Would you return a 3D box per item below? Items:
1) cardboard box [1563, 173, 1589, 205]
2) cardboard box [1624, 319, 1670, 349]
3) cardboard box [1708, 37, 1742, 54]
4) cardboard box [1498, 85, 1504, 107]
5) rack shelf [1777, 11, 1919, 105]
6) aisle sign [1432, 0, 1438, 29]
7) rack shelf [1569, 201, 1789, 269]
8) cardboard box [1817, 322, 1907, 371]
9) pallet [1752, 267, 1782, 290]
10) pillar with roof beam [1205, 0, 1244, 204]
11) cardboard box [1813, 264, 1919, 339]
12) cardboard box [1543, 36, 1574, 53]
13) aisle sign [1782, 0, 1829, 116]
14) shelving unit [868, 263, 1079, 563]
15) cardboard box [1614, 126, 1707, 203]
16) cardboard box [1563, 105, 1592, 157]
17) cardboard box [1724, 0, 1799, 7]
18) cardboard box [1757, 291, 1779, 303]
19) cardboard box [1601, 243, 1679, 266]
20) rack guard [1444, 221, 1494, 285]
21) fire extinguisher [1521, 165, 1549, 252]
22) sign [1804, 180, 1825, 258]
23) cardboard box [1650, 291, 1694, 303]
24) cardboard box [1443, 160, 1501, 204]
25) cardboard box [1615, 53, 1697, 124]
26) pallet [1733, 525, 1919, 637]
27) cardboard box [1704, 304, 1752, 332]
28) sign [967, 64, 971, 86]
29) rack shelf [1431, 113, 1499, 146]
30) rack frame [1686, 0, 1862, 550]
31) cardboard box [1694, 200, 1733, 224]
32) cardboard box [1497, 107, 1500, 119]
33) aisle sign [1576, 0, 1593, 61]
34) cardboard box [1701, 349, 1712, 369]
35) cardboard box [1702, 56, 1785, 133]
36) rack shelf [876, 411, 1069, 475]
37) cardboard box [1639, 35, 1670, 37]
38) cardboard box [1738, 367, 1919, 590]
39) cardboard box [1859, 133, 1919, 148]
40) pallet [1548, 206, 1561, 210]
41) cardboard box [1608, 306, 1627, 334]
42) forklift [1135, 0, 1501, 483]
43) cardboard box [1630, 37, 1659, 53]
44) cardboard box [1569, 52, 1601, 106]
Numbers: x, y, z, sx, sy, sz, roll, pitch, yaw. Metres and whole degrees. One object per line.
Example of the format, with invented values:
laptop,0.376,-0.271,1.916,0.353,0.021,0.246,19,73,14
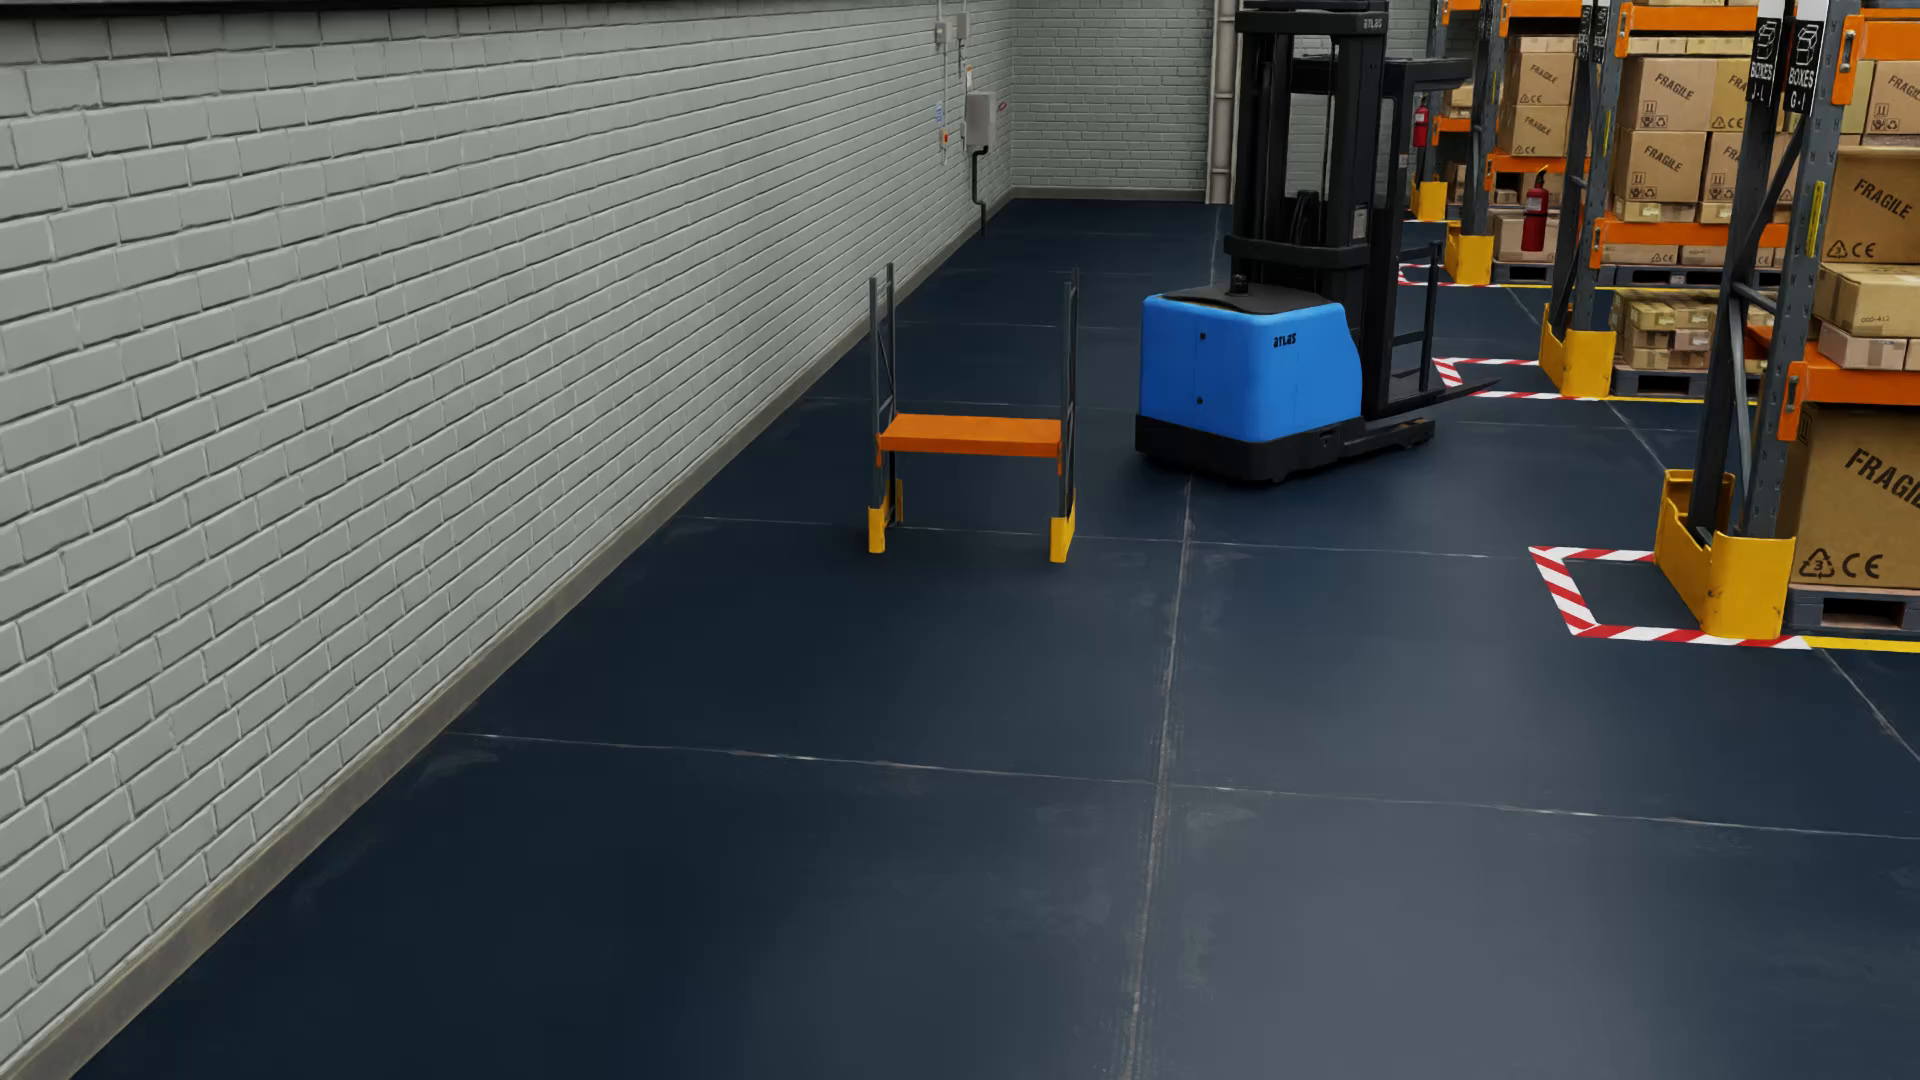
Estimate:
cardboard box,8.132,-4.634,21.703,0.500,0.500,0.500,3,19,10
cardboard box,5.206,-1.564,12.613,0.250,0.149,0.380,4,19,11
cardboard box,7.513,-4.874,16.387,0.250,0.149,0.380,3,19,9
cardboard box,7.102,-5.731,21.472,0.500,0.250,0.500,3,19,9
rack shelf,5.818,-2.115,7.302,4.000,0.370,1.077,3,19,9
aisle sign,6.085,-6.938,21.214,0.004,0.787,0.394,3,19,9
rack shelf,6.704,-2.241,12.407,4.000,0.370,1.077,3,19,9
cardboard box,4.141,-0.893,7.642,0.250,0.149,0.380,3,19,9
pallet,8.626,-2.778,17.272,1.213,0.211,1.003,3,19,9
pillar with roof beam,2.997,-7.708,18.158,0.400,9.000,9.100,3,19,9
cardboard box,4.274,-1.095,7.616,0.500,0.250,0.500,2,19,7
cardboard box,5.992,-4.972,16.681,0.250,0.149,0.380,3,19,10
aisle sign,3.725,-2.276,7.282,0.004,0.787,0.394,3,19,9
shelving unit,0.075,-0.707,9.054,1.083,1.500,0.587,3,19,9
cardboard box,5.129,-2.762,12.204,0.500,0.500,0.500,4,19,11
cardboard box,6.347,-4.155,16.837,0.500,0.500,0.500,3,19,8
cardboard box,5.652,-3.903,11.751,0.500,0.250,0.500,4,19,10
cardboard box,6.327,-1.832,12.944,0.250,0.149,0.380,4,19,11
cardboard box,6.987,-3.177,17.448,0.875,0.438,0.875,3,19,10
rack guard,5.391,-3.054,17.644,0.348,0.500,1.175,3,19,9
fire extinguisher,4.554,-2.626,13.135,0.183,0.674,0.296,3,19,9
sign,3.749,-1.408,7.296,0.005,0.325,0.100,3,19,9
cardboard box,5.532,-1.834,12.951,0.250,0.149,0.380,3,19,10
cardboard box,6.788,-4.749,22.040,0.637,0.503,0.797,2,19,6
cardboard box,5.221,-3.400,12.536,0.500,0.500,0.500,3,19,8
pallet,4.645,0.204,8.360,1.213,0.211,1.003,3,19,9
cardboard box,5.713,-1.650,12.401,0.250,0.149,0.380,3,19,9
sign,0.108,-5.551,19.863,0.001,0.242,0.339,3,19,9
rack shelf,8.173,-5.352,21.705,4.000,0.370,1.077,3,19,9
rack frame,3.843,-1.134,7.965,0.127,3.000,1.000,3,19,9
cardboard box,5.513,-2.414,12.188,0.250,0.149,0.380,2,19,7
cardboard box,7.003,-5.571,21.623,0.250,0.149,0.380,3,19,8
aisle sign,4.705,-4.013,12.473,0.004,0.787,0.394,3,19,9
cardboard box,5.714,-1.405,12.607,0.250,0.149,0.380,3,19,9
cardboard box,5.630,-3.216,11.986,0.500,0.500,0.500,3,19,10
rack shelf,0.084,-0.536,9.109,1.000,0.185,0.538,3,19,9
cardboard box,7.070,-5.065,16.959,0.250,0.149,0.380,3,19,10
cardboard box,4.488,-0.318,8.214,0.875,0.875,0.875,3,19,9
cardboard box,6.647,-2.691,11.991,0.500,0.500,0.500,2,19,7
pallet,8.262,-4.365,22.018,1.213,0.211,1.003,3,19,9
cardboard box,5.296,-1.734,13.120,0.250,0.149,0.380,2,19,7
forklift,2.581,-2.110,10.991,3.031,2.935,1.130,-16,24,-39
cardboard box,6.761,-4.919,16.521,0.250,0.149,0.380,3,19,9
cardboard box,6.355,-4.623,16.659,0.500,0.500,0.500,2,19,7
